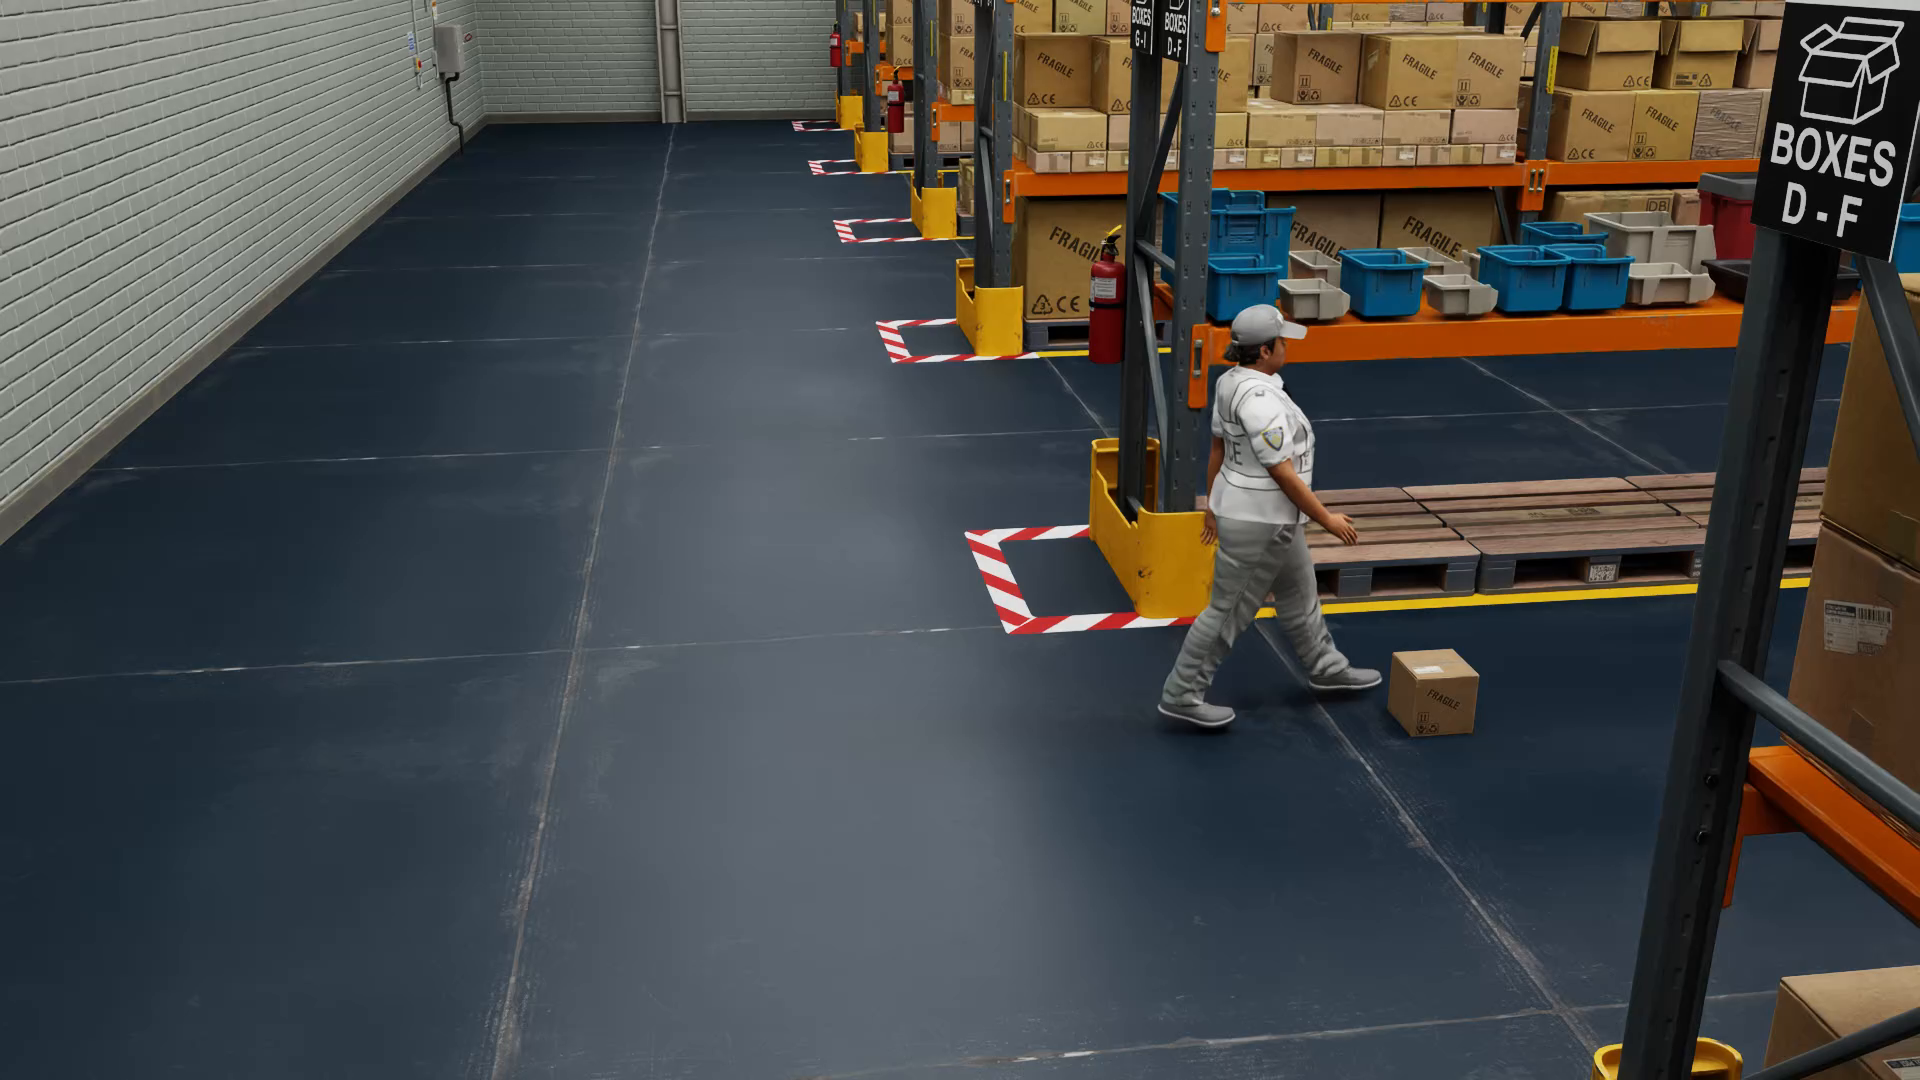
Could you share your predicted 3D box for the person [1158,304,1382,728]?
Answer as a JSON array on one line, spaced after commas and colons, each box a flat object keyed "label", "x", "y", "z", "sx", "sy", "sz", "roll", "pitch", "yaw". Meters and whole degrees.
[{"label": "person", "x": 1.236, "y": -0.087, "z": 6.287, "sx": 0.928, "sy": 1.610, "sz": 0.519, "roll": 1, "pitch": 20, "yaw": 2}]
